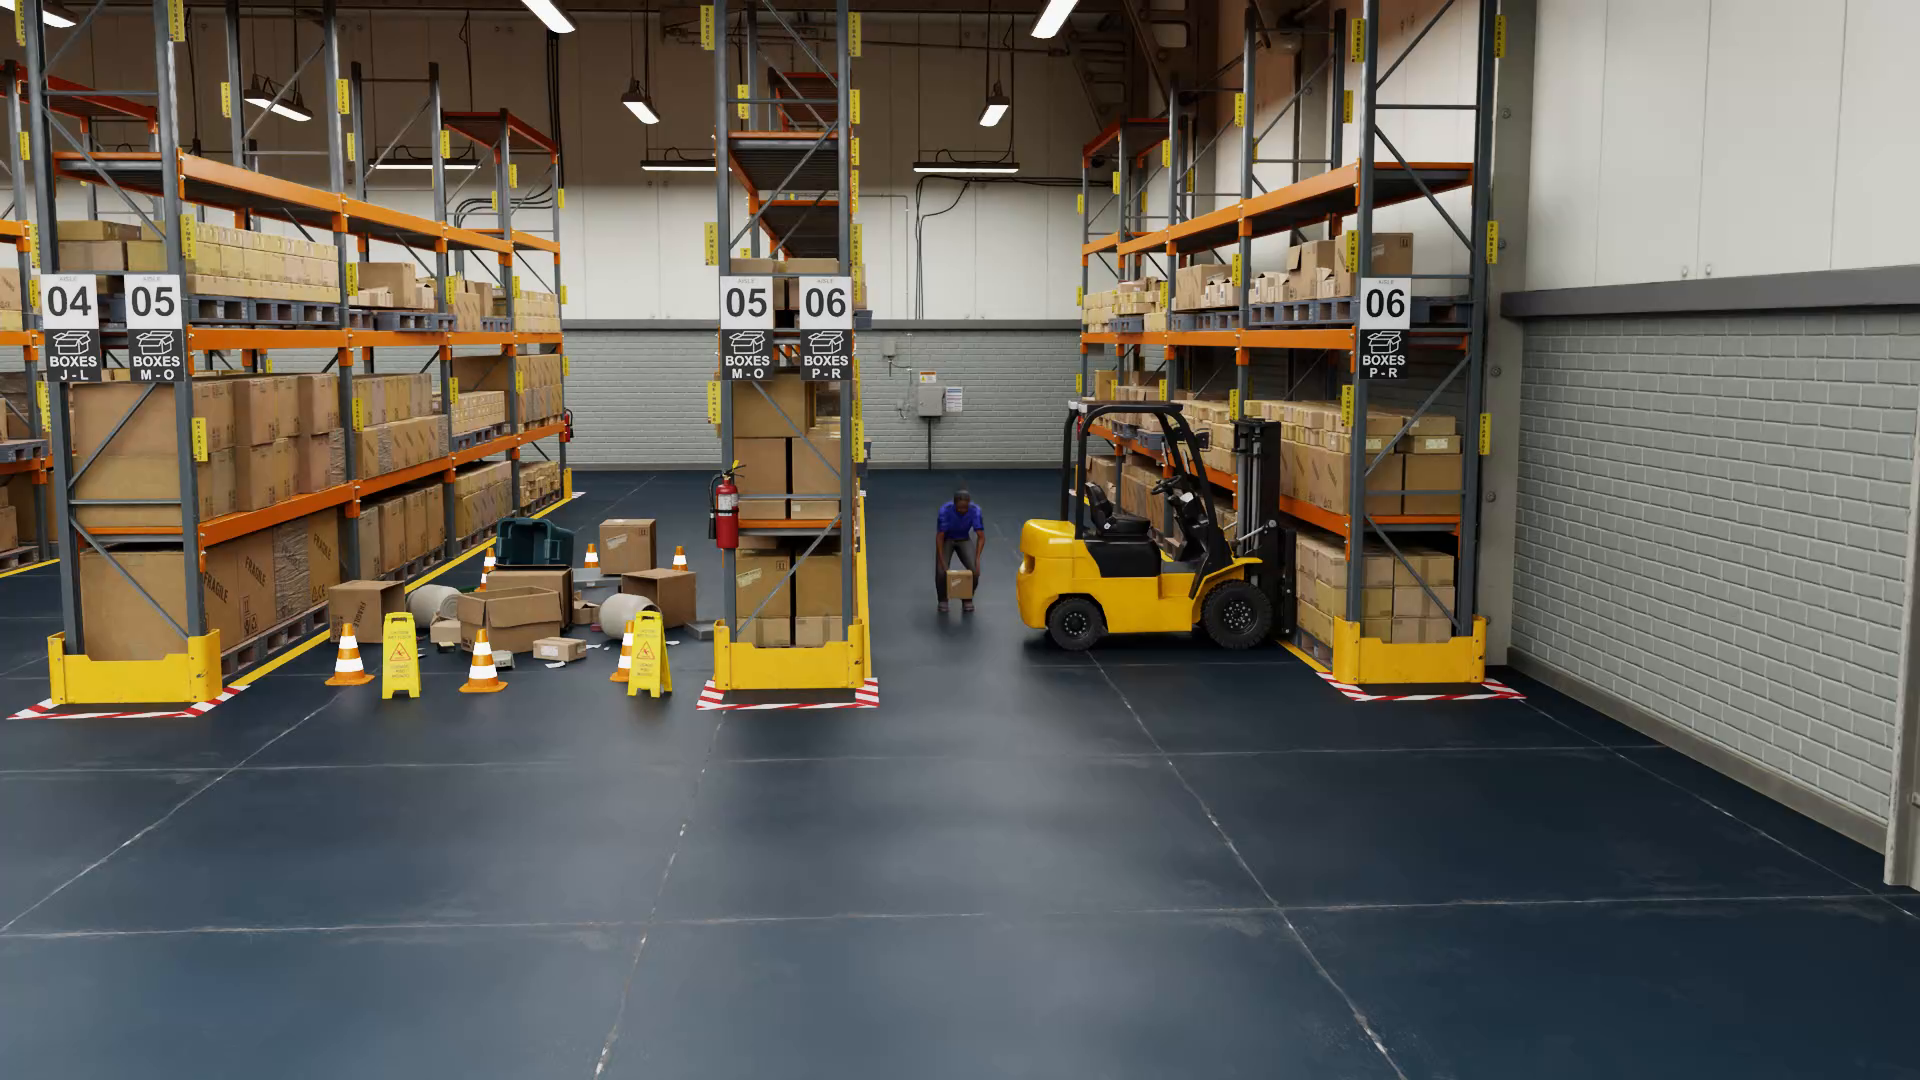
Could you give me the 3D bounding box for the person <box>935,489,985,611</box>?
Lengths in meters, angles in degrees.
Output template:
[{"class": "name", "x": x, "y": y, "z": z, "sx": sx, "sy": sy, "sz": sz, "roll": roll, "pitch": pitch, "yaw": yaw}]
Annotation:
[{"class": "person", "x": -0.003, "y": 0.092, "z": 16.733, "sx": 0.499, "sy": 1.252, "sz": 0.694, "roll": 0, "pitch": 7, "yaw": -4}]
